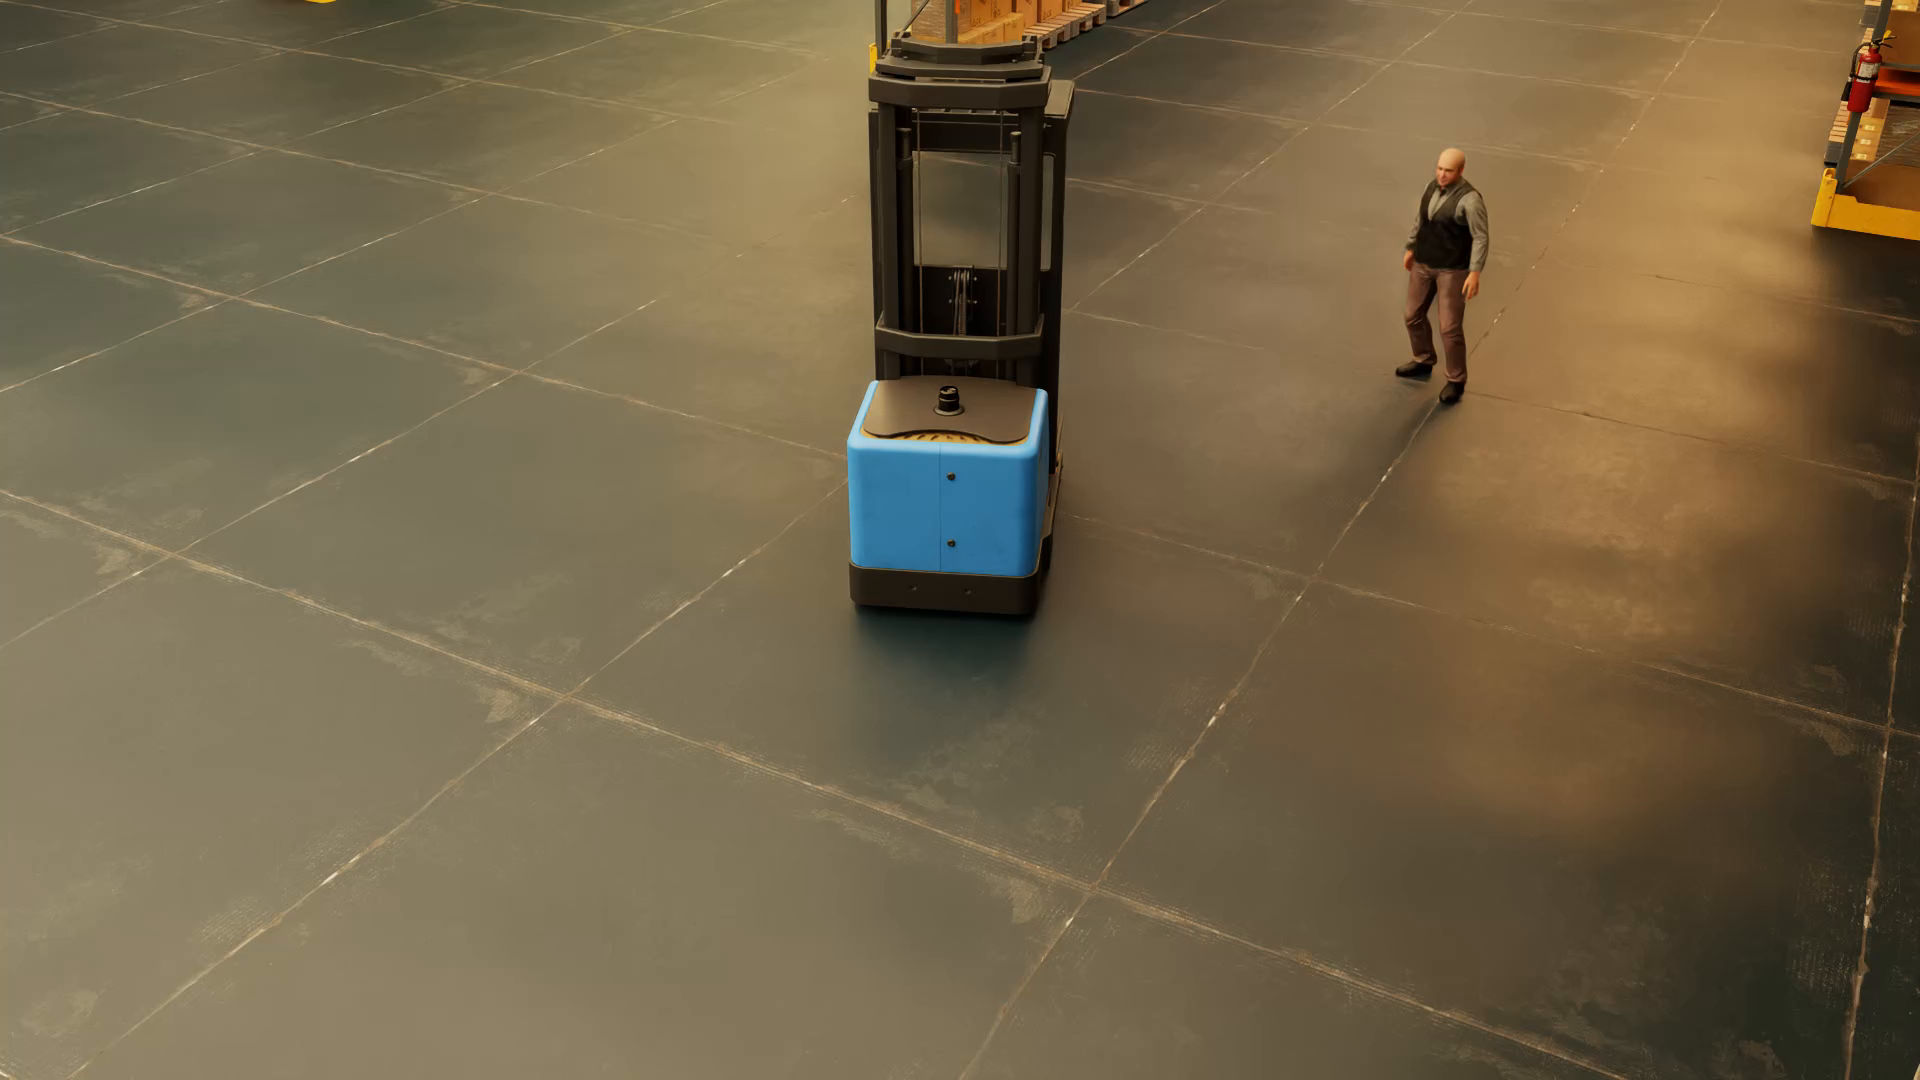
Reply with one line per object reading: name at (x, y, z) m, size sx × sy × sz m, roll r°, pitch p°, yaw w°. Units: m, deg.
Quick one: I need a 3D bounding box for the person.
person at (3.360, -1.896, 11.591) m, size 0.400 × 1.696 × 0.784 m, roll -18°, pitch 34°, yaw -28°

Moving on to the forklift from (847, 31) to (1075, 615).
forklift at (0.072, -1.572, 9.794) m, size 1.130 × 2.935 × 3.031 m, roll 3°, pitch 30°, yaw 6°
